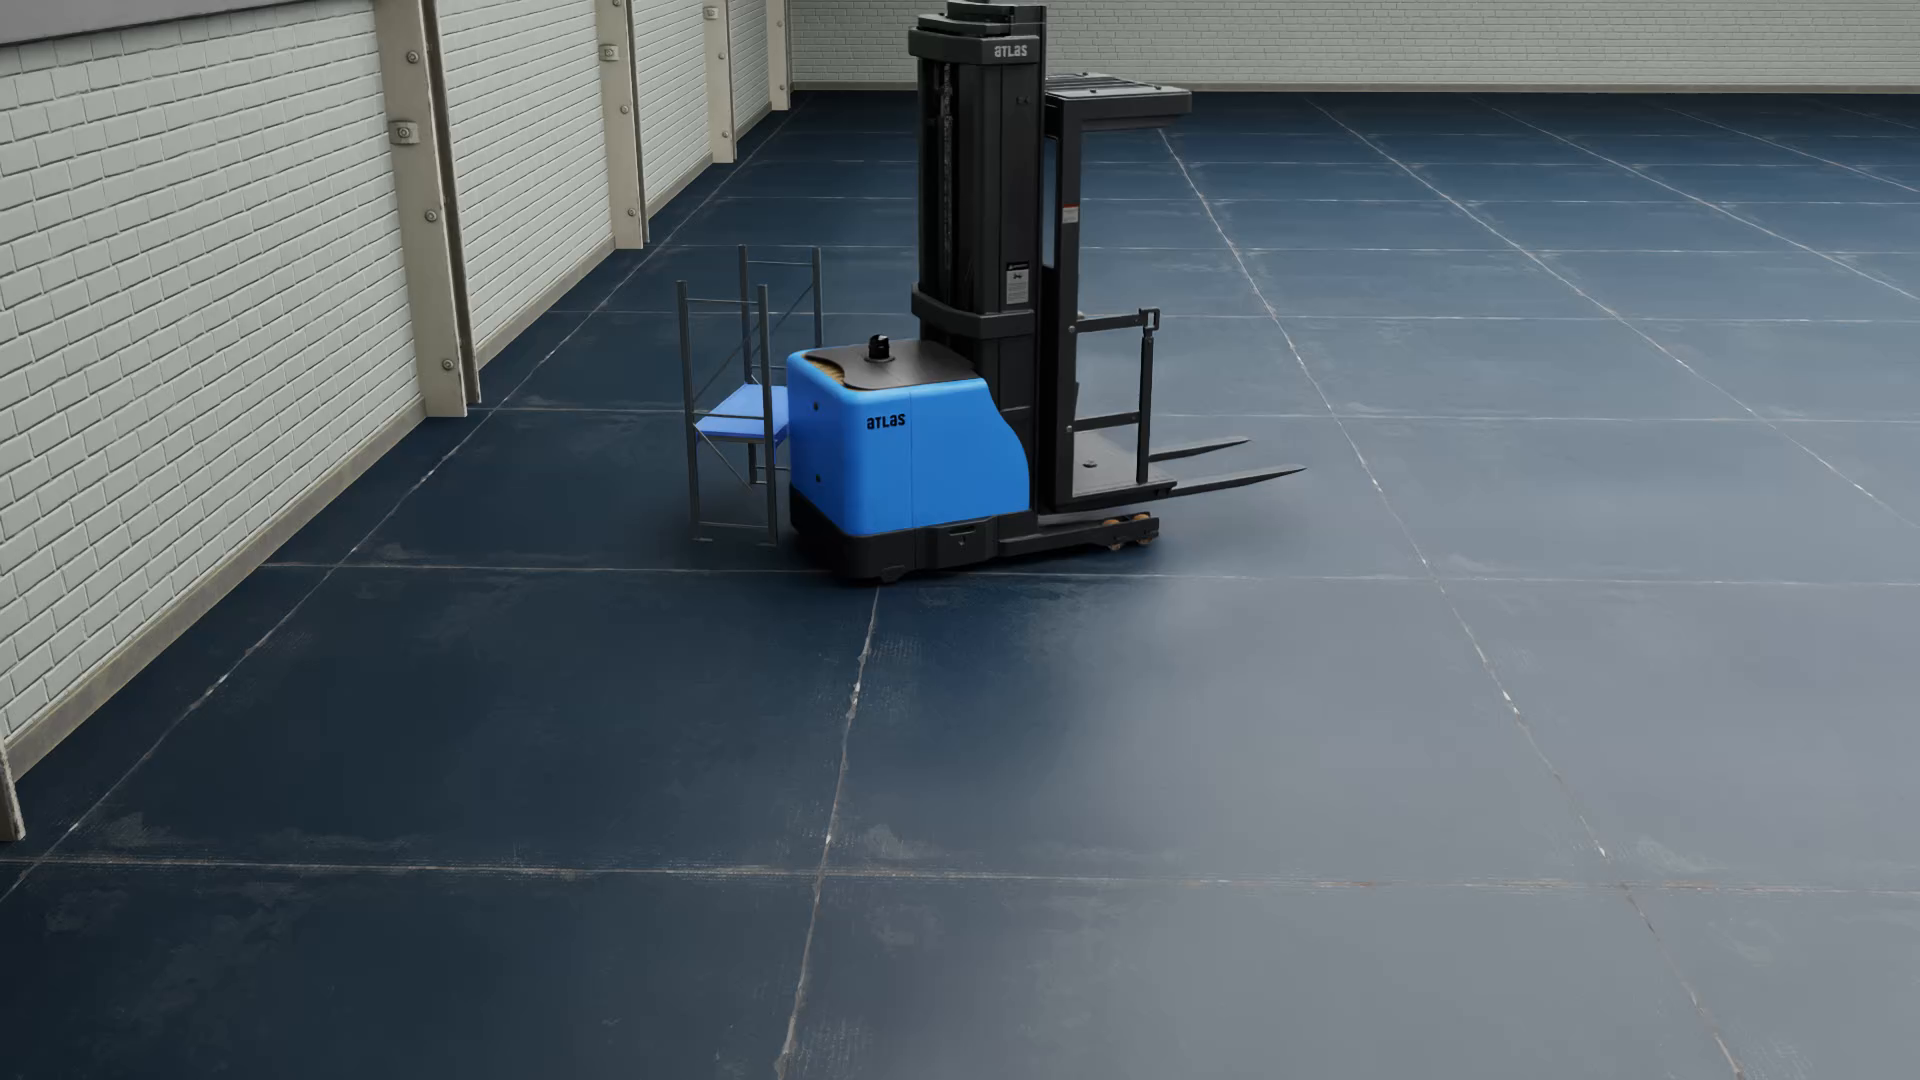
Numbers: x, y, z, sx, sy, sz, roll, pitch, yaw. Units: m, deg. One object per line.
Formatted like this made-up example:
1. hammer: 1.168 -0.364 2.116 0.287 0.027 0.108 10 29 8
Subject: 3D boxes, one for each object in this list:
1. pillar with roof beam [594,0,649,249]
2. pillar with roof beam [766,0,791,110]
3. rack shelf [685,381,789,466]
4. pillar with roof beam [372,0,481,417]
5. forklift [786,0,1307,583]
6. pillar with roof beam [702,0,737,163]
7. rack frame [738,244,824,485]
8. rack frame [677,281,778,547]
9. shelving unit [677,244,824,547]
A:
1. pillar with roof beam: 0.832 -7.262 15.804 9.100 9.000 0.400 1 21 2
2. pillar with roof beam: 1.197 -11.600 26.986 9.100 9.000 0.400 1 21 2
3. rack shelf: -1.177 -0.695 9.743 0.538 0.185 1.000 4 22 11
4. pillar with roof beam: 0.649 -5.092 10.213 9.100 9.000 0.400 1 21 2
5. forklift: 0.580 -1.479 9.288 3.031 2.935 1.130 -9 23 -23
6. pillar with roof beam: 1.014 -9.431 21.395 9.100 9.000 0.400 1 21 2
7. rack frame: -1.073 -1.042 10.142 0.500 1.500 0.032 4 22 11
8. rack frame: -1.281 -0.682 9.214 0.500 1.500 0.032 4 22 11
9. shelving unit: -1.177 -0.862 9.678 0.538 1.500 1.048 4 22 11
